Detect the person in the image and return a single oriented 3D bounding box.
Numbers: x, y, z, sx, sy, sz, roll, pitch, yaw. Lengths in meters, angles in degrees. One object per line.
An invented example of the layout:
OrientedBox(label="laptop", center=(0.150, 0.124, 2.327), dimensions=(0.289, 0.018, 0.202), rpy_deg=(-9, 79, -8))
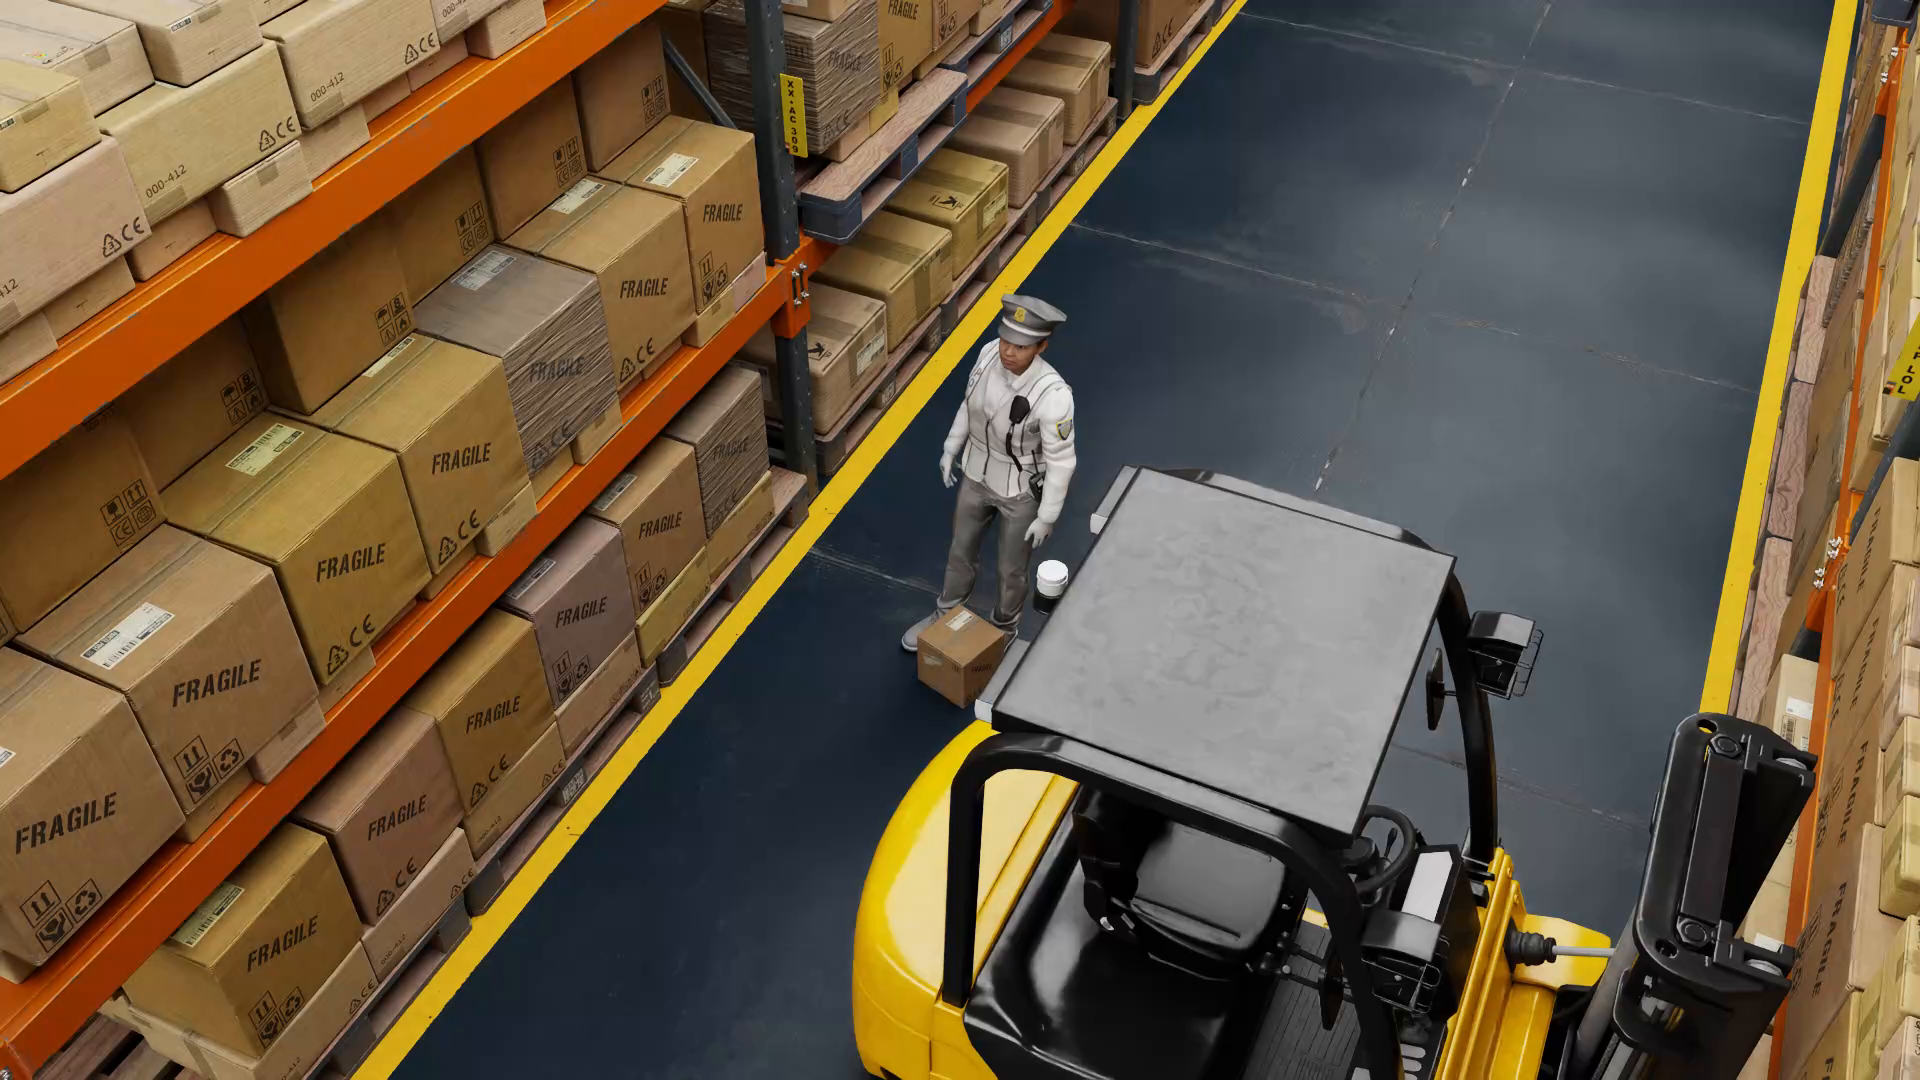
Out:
OrientedBox(label="person", center=(0.126, -0.187, 6.328), dimensions=(0.586, 1.695, 0.532), rpy_deg=(33, 52, 31))
